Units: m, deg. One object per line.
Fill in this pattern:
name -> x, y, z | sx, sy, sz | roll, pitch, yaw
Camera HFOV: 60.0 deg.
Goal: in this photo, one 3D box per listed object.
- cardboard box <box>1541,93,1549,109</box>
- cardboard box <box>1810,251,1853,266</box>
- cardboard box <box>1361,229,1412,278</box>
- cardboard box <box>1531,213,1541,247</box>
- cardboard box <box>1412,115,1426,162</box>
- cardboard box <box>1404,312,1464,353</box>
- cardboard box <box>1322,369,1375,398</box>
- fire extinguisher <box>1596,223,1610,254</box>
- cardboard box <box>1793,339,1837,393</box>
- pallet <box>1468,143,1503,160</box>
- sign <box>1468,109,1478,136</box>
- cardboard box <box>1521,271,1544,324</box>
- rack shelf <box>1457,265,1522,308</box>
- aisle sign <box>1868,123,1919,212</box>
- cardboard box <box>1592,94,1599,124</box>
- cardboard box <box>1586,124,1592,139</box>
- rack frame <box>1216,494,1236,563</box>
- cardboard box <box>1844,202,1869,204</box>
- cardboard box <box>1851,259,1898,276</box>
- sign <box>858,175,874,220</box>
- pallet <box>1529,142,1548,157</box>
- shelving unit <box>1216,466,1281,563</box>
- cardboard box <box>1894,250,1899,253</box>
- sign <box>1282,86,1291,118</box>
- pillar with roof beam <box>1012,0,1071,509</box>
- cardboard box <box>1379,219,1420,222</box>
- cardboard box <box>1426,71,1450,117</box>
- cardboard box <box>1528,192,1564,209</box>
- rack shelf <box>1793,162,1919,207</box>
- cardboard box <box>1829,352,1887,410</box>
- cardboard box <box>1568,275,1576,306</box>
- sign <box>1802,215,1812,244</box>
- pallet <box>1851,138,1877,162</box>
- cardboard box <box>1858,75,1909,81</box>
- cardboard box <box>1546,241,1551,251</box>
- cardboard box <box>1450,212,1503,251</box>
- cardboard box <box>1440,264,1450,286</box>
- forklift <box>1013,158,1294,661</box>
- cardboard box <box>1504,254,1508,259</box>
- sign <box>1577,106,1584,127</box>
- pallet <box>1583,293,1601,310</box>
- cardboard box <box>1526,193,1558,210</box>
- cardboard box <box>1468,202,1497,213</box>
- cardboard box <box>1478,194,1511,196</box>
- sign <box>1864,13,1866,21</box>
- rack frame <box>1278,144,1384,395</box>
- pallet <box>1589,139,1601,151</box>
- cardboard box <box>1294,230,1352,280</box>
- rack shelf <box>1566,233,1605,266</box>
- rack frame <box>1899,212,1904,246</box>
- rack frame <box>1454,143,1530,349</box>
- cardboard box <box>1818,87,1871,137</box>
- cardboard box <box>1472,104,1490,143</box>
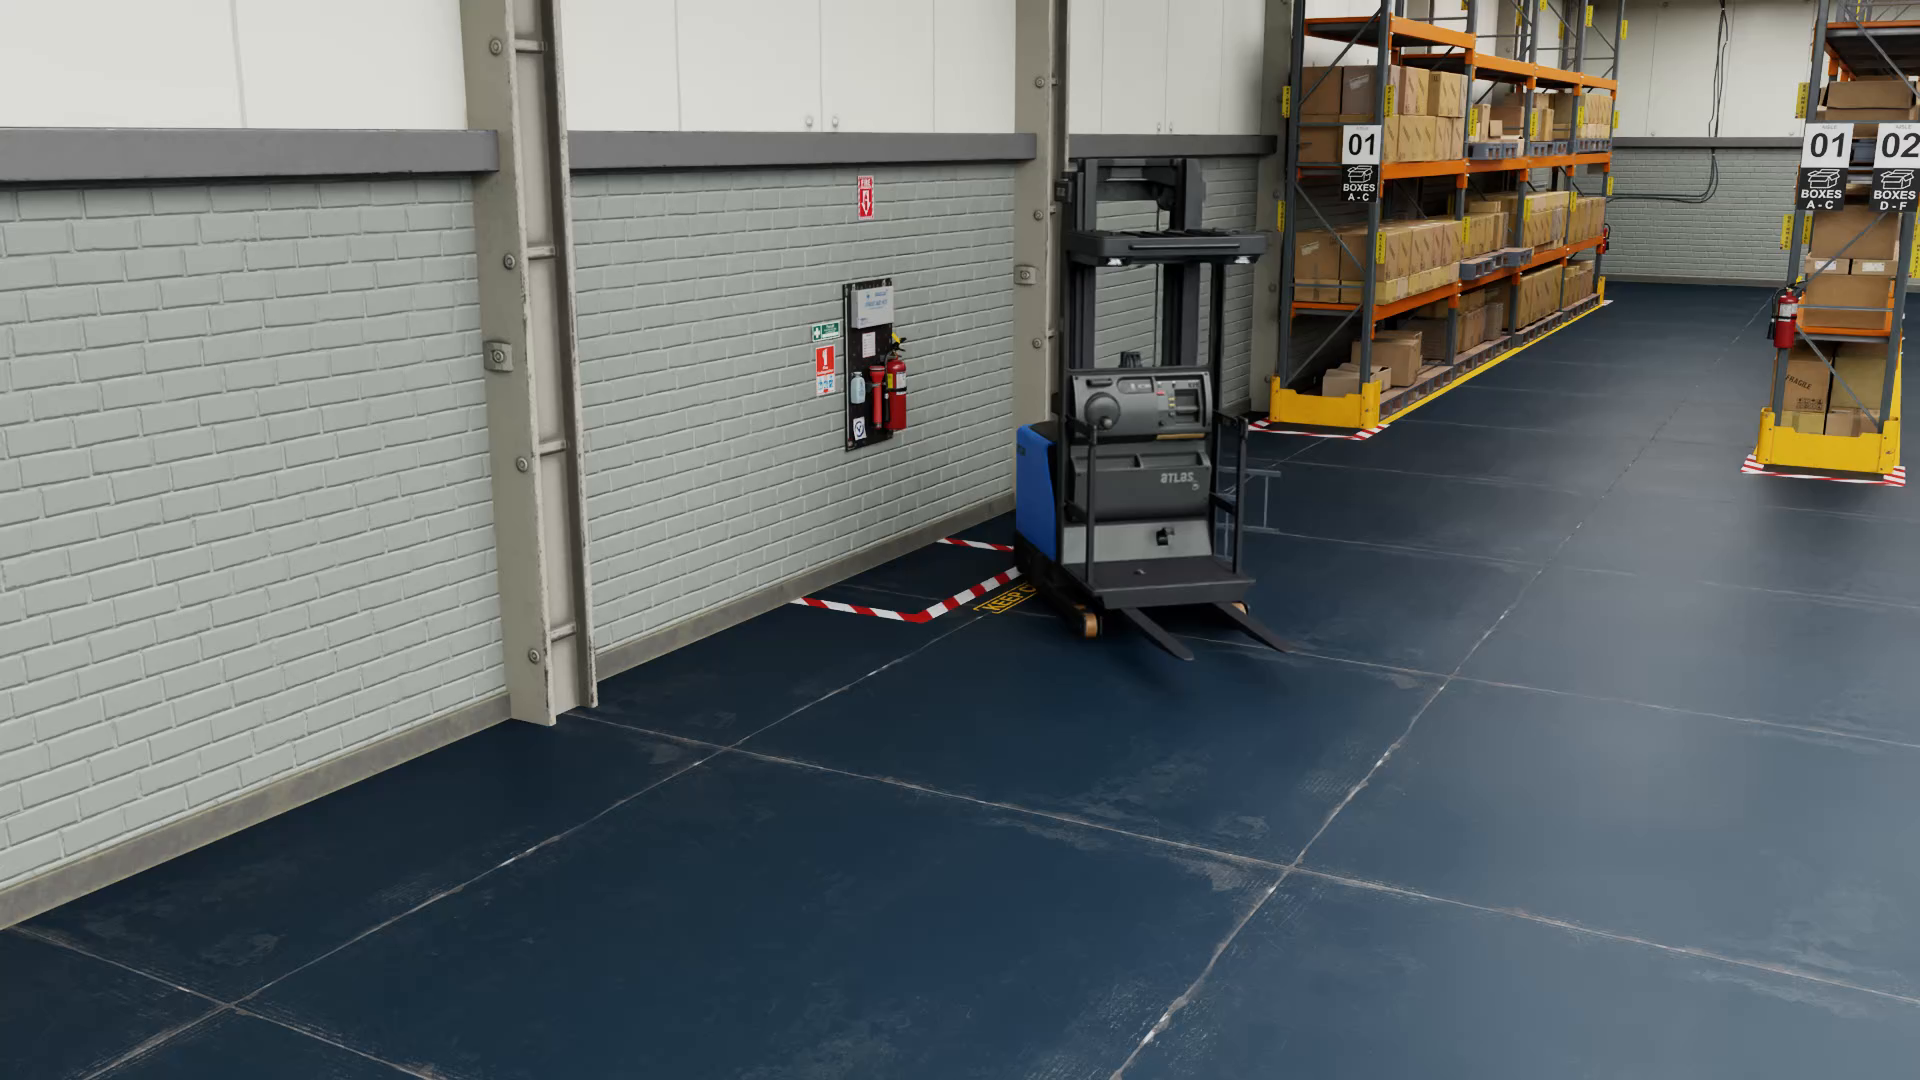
cardboard box -> 9.245, -7.121, 27.020 | 0.500, 0.250, 0.500 | 9, 16, 32
cardboard box -> 8.839, -2.855, 16.878 | 0.380, 0.149, 0.250 | 8, 16, 30
cardboard box -> 4.726, -3.205, 18.606 | 0.500, 0.500, 0.500 | 7, 15, 28
cardboard box -> 8.572, -4.761, 25.492 | 0.500, 0.500, 0.500 | 8, 16, 30
cardboard box -> 4.903, -4.510, 18.683 | 0.500, 0.500, 0.500 | 8, 16, 31
cardboard box -> 6.465, -2.824, 22.741 | 0.700, 0.500, 0.500 | 7, 15, 27
cardboard box -> 4.397, -1.778, 18.808 | 0.500, 0.311, 0.500 | 6, 15, 22
fire extinguisher -> 12.196, -5.782, 31.578 | 0.296, 0.674, 0.183 | 7, 15, 28
cardboard box -> 9.034, -1.864, 17.737 | 0.500, 0.500, 0.500 | 7, 15, 28
pallet -> 6.309, -5.042, 21.548 | 1.213, 0.211, 1.003 | 7, 15, 28
sign -> 6.396, -5.210, 20.741 | 0.100, 0.325, 0.005 | 7, 15, 28
cardboard box -> 8.751, -3.855, 26.315 | 0.750, 0.750, 0.750 | 7, 15, 28
rack shelf -> 6.884, -3.621, 23.188 | 1.077, 0.370, 4.000 | 7, 15, 28
aisle sign -> 8.559, -3.395, 15.169 | 0.394, 0.787, 0.004 | 7, 15, 28
cardboard box -> 10.852, -7.527, 29.065 | 0.500, 0.500, 0.500 | 7, 15, 28
cardboard box -> 10.609, -7.055, 28.706 | 0.500, 0.250, 0.500 | 7, 15, 27
rack frame -> 1.356, -0.150, 12.348 | 1.500, 0.500, 0.032 | 7, 15, 25
cardboard box -> 8.834, -3.072, 16.396 | 0.700, 0.500, 0.500 | 7, 15, 27
cardboard box -> 8.700, -2.599, 15.818 | 0.380, 0.149, 0.250 | 7, 15, 28
sign -> -0.655, -2.384, 11.577 | 0.001, 0.298, 0.199 | 7, 15, 28
pallet -> 8.116, -5.886, 25.049 | 1.213, 0.211, 1.003 | 8, 16, 31
shelving unit -> 1.584, -0.259, 12.799 | 1.500, 0.587, 1.083 | 7, 15, 25
cardboard box -> 9.444, -2.915, 17.126 | 0.380, 0.149, 0.250 | 8, 15, 29
sign -> 3.508, -4.695, 17.821 | 0.100, 0.325, 0.005 | 7, 15, 28
pillar with roof beam -> 4.433, -4.179, 11.168 | 9.100, 9.000, 0.400 | 7, 15, 28
cardboard box -> 5.508, -3.789, 21.028 | 0.500, 0.500, 0.500 | 7, 15, 27
cardboard box -> 5.414, -5.208, 19.445 | 0.500, 0.500, 0.500 | 7, 15, 26
cardboard box -> 9.528, -5.541, 27.125 | 0.500, 0.250, 0.500 | 8, 16, 29
rack shelf -> 9.289, -3.698, 17.108 | 1.077, 0.370, 4.000 | 7, 15, 28
cardboard box -> 9.016, -1.599, 16.637 | 0.500, 0.500, 0.500 | 7, 15, 28
cardboard box -> 10.482, -4.435, 29.468 | 0.700, 0.500, 0.500 | 7, 15, 27
sign -> 9.776, -3.584, 19.197 | 0.100, 0.325, 0.005 | 7, 15, 28
pallet -> 8.687, -3.737, 15.921 | 1.003, 0.211, 1.213 | 7, 15, 28
cardboard box -> 10.589, -5.076, 19.112 | 0.500, 0.500, 0.500 | 8, 15, 29
cardboard box -> 9.351, -4.782, 26.962 | 0.380, 0.149, 0.250 | 7, 15, 28
cardboard box -> 7.386, -4.428, 23.850 | 0.700, 0.500, 0.500 | 6, 15, 23
cardboard box -> 5.706, -3.264, 20.452 | 0.500, 0.250, 0.500 | 7, 15, 28
forklift -> 1.228, -0.901, 10.518 | 1.130, 2.935, 3.031 | -3, 14, -13
cardboard box -> 8.213, -4.310, 25.004 | 0.380, 0.149, 0.250 | 7, 15, 27
sign -> 10.265, -7.005, 27.514 | 0.100, 0.325, 0.005 | 7, 15, 28
pallet -> 11.401, -4.494, 31.224 | 1.003, 0.211, 1.213 | 7, 15, 28
cardboard box -> 9.281, -5.436, 26.691 | 0.500, 0.250, 0.500 | 8, 16, 29
cardboard box -> 7.568, -4.817, 24.078 | 0.380, 0.149, 0.250 | 5, 14, 19
cardboard box -> 8.348, -5.282, 26.051 | 0.500, 0.250, 0.500 | 7, 15, 27
sign -> 15.582, -8.932, 28.722 | 0.100, 0.325, 0.005 | 7, 15, 28
rack frame -> 3.984, -2.740, 17.998 | 1.000, 3.000, 0.127 | 7, 15, 28
pallet -> 10.781, -7.033, 29.594 | 1.003, 0.211, 1.213 | 7, 15, 28
cardboard box -> 4.026, -3.162, 18.426 | 0.500, 0.500, 0.500 | 7, 15, 27
rack shelf -> 10.752, -5.262, 29.996 | 1.077, 0.370, 4.000 | 7, 15, 28
rack frame -> 12.190, -3.821, 22.481 | 1.000, 3.000, 0.127 | 7, 15, 28
rack frame -> 7.851, -4.381, 24.806 | 1.000, 3.000, 0.127 | 7, 15, 28
cardboard box -> 9.349, -4.457, 17.306 | 0.797, 0.503, 0.637 | 9, 16, 34
cardboard box -> 6.848, -5.628, 22.467 | 0.500, 0.500, 0.500 | 7, 15, 26
